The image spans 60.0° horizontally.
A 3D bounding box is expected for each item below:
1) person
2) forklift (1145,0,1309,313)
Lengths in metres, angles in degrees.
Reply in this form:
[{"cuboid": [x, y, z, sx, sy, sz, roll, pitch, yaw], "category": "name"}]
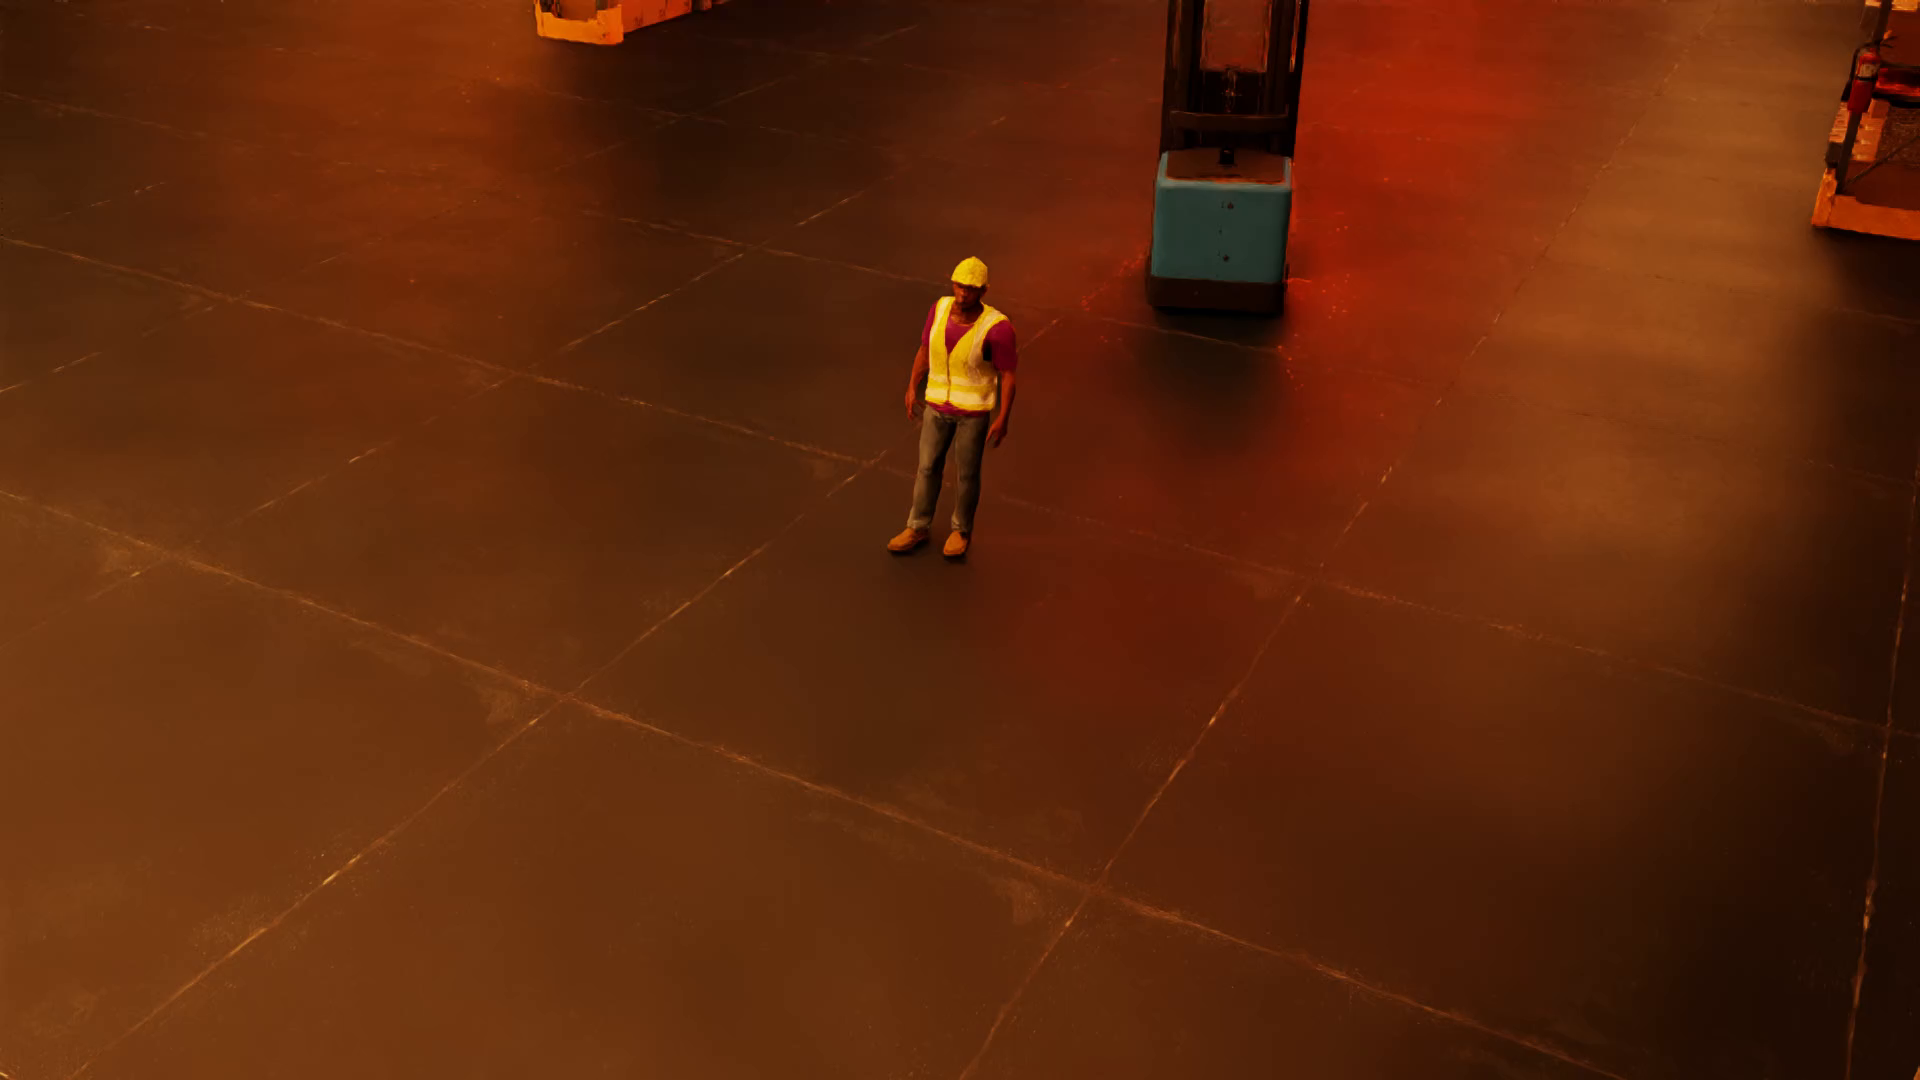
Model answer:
[{"cuboid": [-0.039, -0.742, 9.507, 0.665, 1.766, 0.576, 15, 33, 25], "category": "person"}, {"cuboid": [2.219, -3.754, 13.575, 1.130, 2.935, 3.031, 4, 30, 8], "category": "forklift"}]
